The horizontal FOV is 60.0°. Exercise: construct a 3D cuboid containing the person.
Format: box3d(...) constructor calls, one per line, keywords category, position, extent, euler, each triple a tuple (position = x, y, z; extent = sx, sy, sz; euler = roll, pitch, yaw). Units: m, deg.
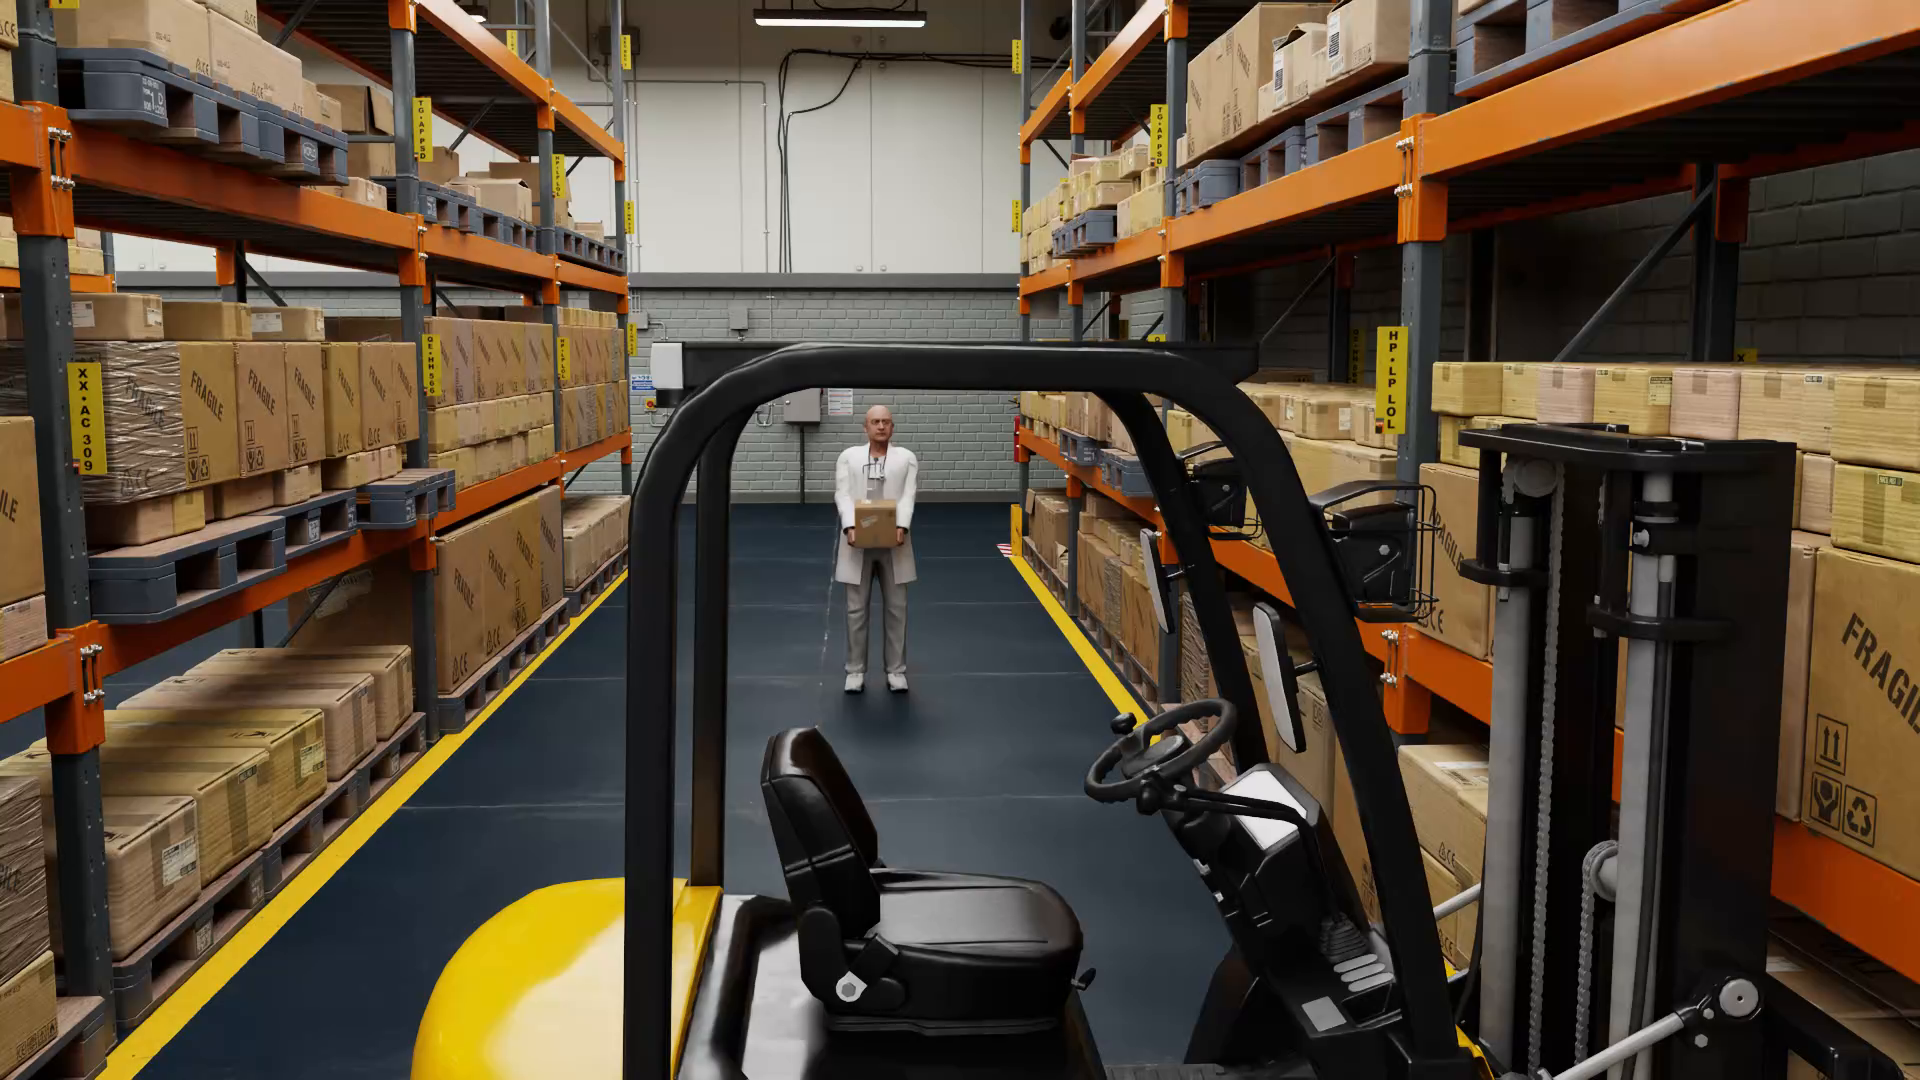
box3d(category="person", position=(-0.514, 0.060, 10.316), extent=(0.531, 1.769, 0.555), euler=(0, 7, -3))
